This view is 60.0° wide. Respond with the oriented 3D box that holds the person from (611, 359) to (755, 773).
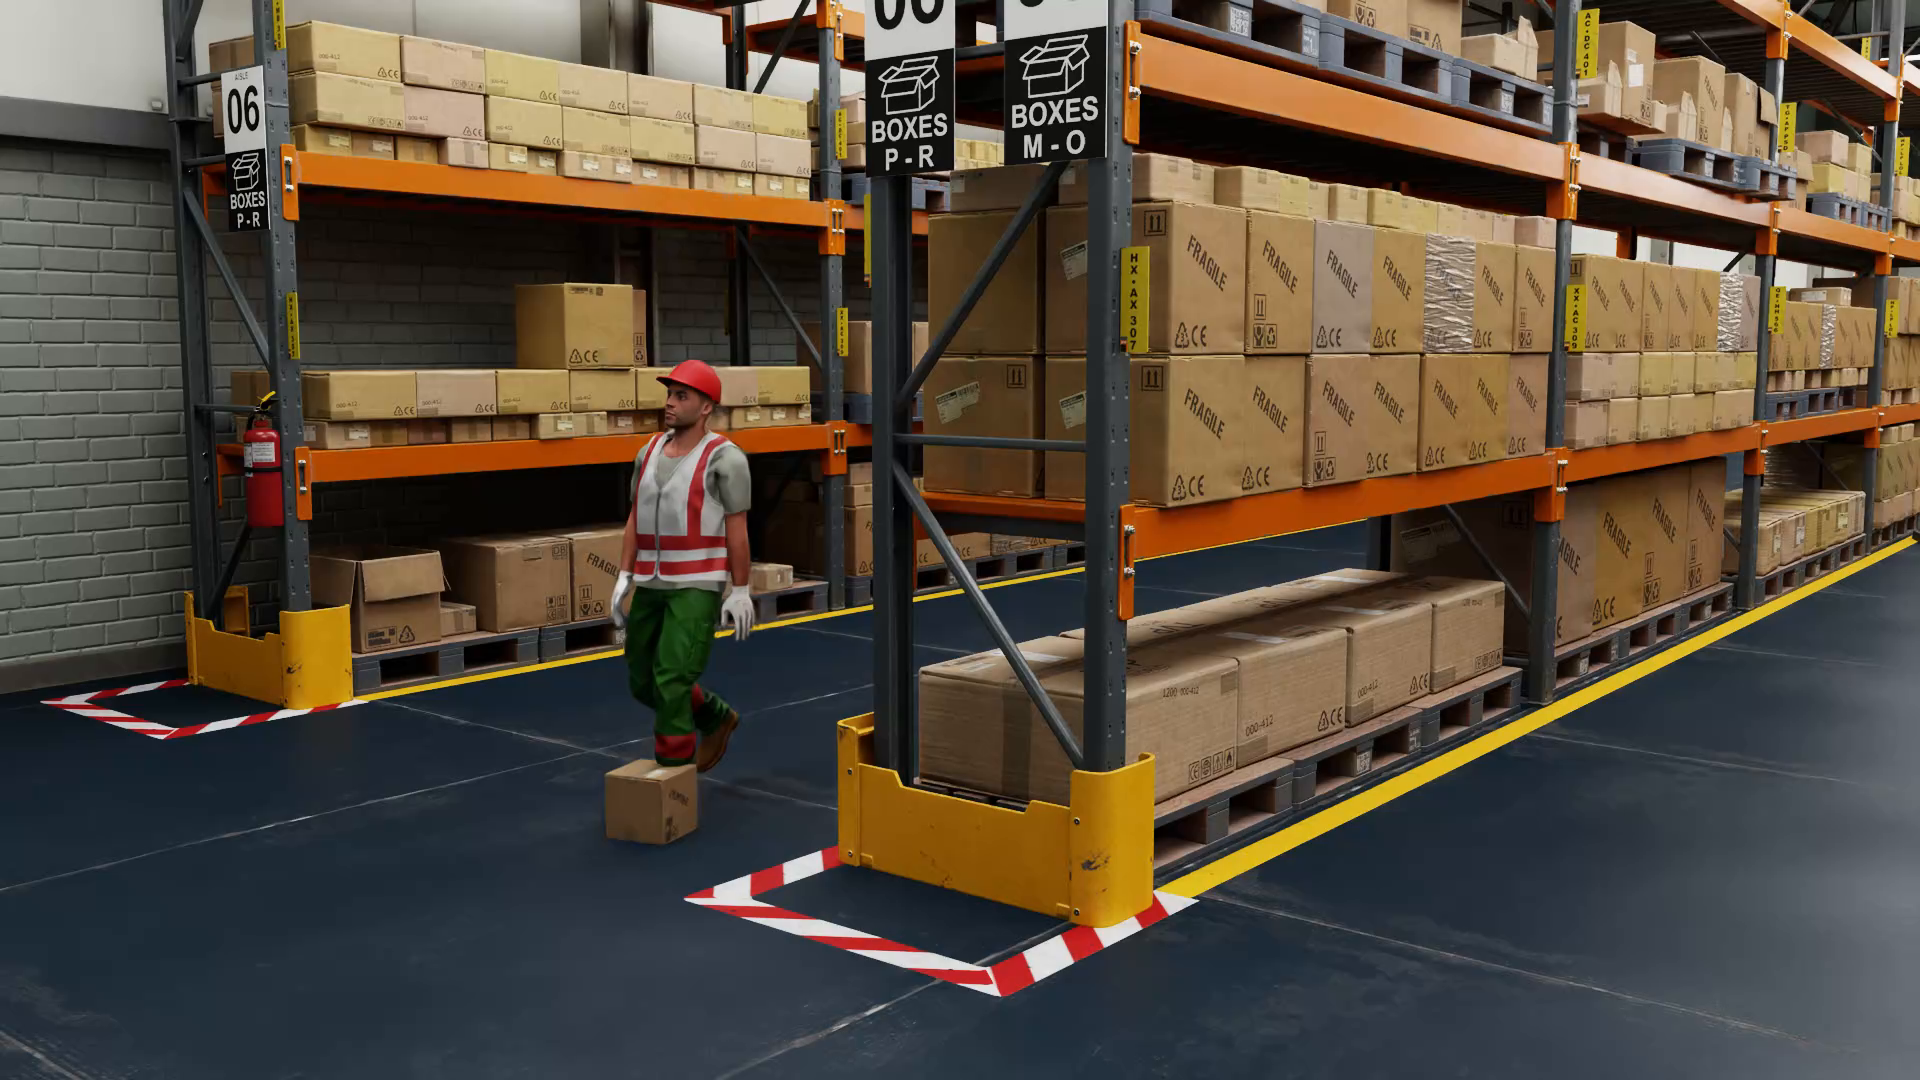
[{"bbox_3d":[-1.064,0.182,6.470,0.566,1.760,0.841,4,8,31],"label":"person"}]
